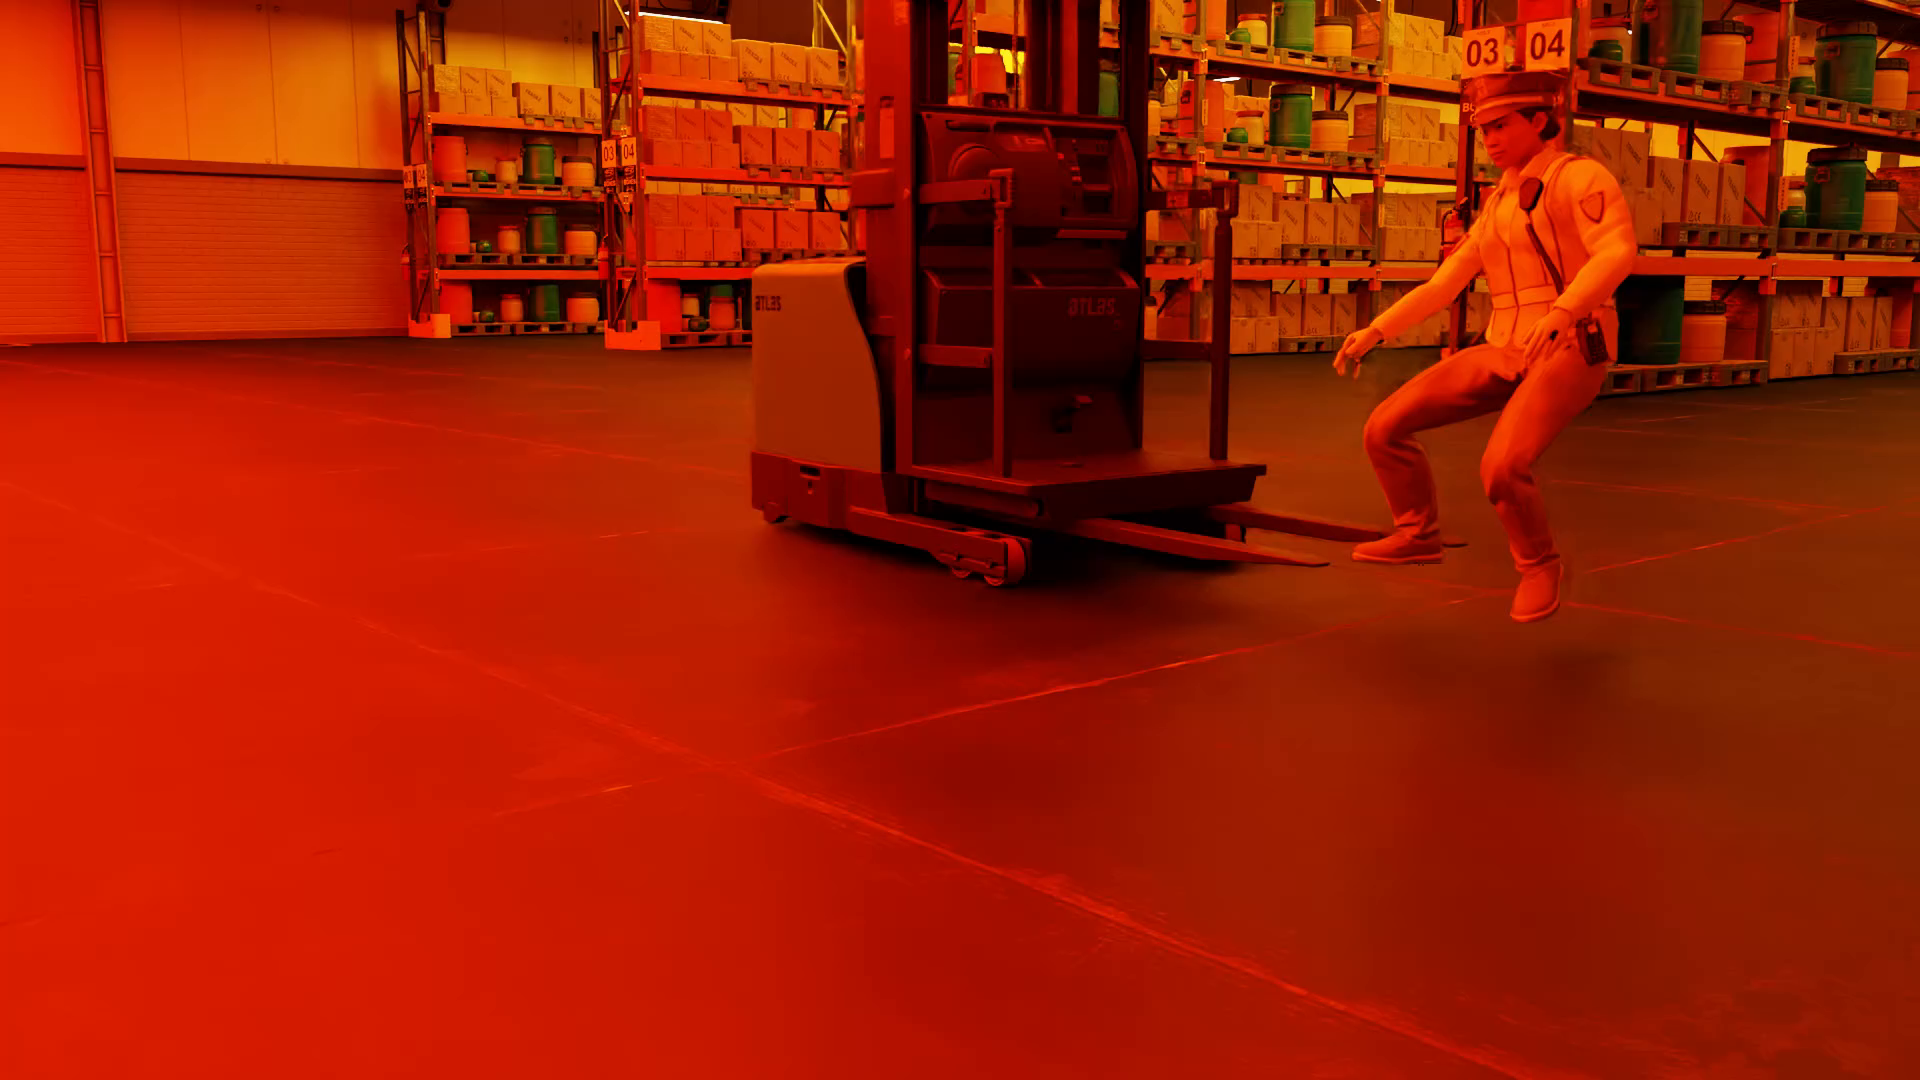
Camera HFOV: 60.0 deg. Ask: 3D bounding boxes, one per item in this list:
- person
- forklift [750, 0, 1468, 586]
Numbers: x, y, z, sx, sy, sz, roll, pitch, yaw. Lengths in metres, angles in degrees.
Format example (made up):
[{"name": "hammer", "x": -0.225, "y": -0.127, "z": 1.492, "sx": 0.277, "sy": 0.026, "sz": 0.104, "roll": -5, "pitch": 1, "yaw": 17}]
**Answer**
[{"name": "person", "x": 1.438, "y": -0.535, "z": 4.545, "sx": 0.620, "sy": 1.469, "sz": 0.713, "roll": -4, "pitch": 10, "yaw": -23}, {"name": "forklift", "x": 0.389, "y": -1.377, "z": 5.854, "sx": 1.130, "sy": 2.935, "sz": 3.031, "roll": -6, "pitch": 11, "yaw": -35}]
